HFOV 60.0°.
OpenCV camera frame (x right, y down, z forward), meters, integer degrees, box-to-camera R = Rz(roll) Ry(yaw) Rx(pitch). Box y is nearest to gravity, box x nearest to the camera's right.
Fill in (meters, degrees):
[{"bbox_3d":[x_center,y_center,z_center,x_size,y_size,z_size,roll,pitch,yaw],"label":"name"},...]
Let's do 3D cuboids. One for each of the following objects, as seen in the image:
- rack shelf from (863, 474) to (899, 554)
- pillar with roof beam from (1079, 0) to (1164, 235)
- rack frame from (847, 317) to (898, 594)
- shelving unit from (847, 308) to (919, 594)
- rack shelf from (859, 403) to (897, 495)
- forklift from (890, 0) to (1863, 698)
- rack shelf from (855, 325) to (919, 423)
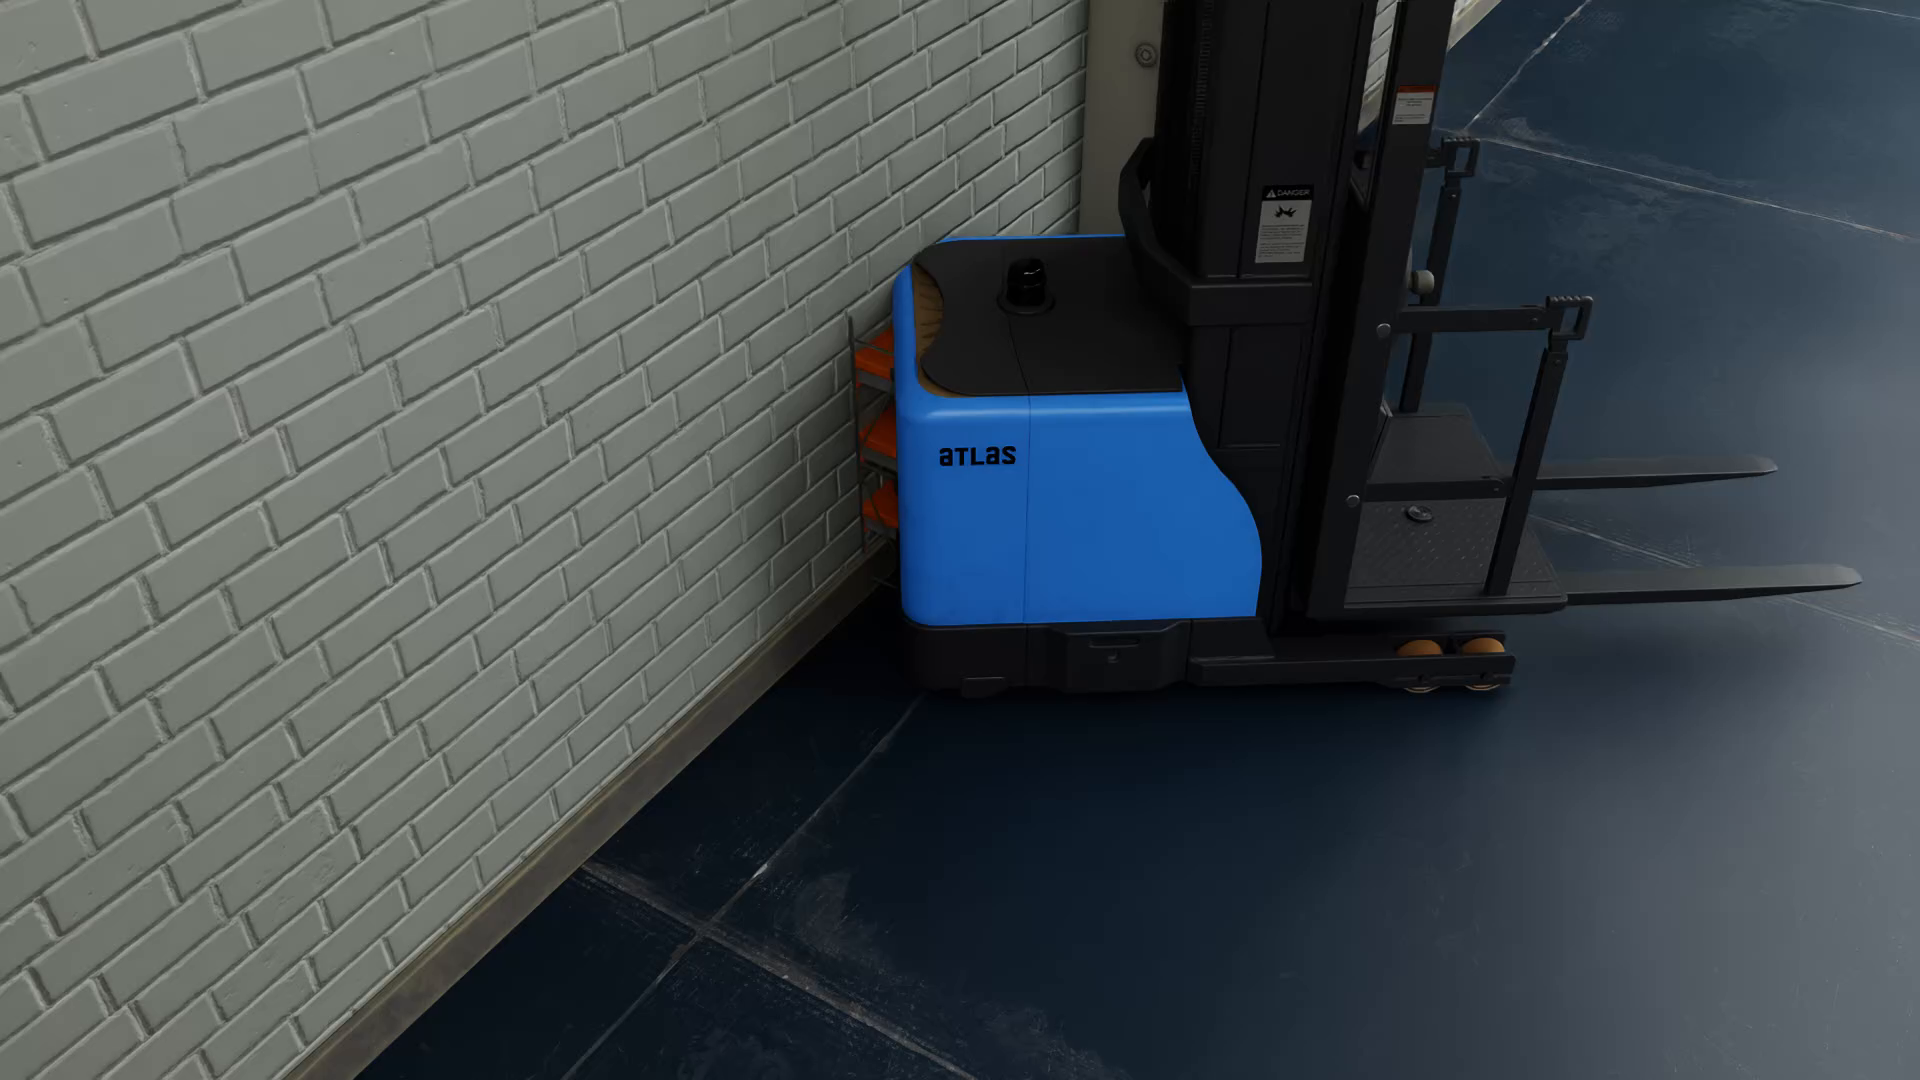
[{"bbox_3d":[-0.176,-0.050,5.428,0.215,0.259,0.240,23,44,26],"label":"rack shelf"},{"bbox_3d":[4.296,-2.768,1.969,9.100,9.000,0.400,21,42,25],"label":"pillar with roof beam"},{"bbox_3d":[-0.246,-0.212,5.169,0.200,1.050,0.008,23,44,26],"label":"rack frame"},{"bbox_3d":[-0.177,-0.275,5.247,0.215,1.050,0.252,23,44,26],"label":"shelving unit"},{"bbox_3d":[-0.177,-0.267,5.254,0.215,0.259,0.240,23,44,26],"label":"rack shelf"},{"bbox_3d":[1.306,-1.012,4.662,3.031,2.935,1.130,-2,38,-2],"label":"forklift"},{"bbox_3d":[-0.178,-0.488,5.076,0.215,0.259,0.240,23,44,26],"label":"rack shelf"}]
